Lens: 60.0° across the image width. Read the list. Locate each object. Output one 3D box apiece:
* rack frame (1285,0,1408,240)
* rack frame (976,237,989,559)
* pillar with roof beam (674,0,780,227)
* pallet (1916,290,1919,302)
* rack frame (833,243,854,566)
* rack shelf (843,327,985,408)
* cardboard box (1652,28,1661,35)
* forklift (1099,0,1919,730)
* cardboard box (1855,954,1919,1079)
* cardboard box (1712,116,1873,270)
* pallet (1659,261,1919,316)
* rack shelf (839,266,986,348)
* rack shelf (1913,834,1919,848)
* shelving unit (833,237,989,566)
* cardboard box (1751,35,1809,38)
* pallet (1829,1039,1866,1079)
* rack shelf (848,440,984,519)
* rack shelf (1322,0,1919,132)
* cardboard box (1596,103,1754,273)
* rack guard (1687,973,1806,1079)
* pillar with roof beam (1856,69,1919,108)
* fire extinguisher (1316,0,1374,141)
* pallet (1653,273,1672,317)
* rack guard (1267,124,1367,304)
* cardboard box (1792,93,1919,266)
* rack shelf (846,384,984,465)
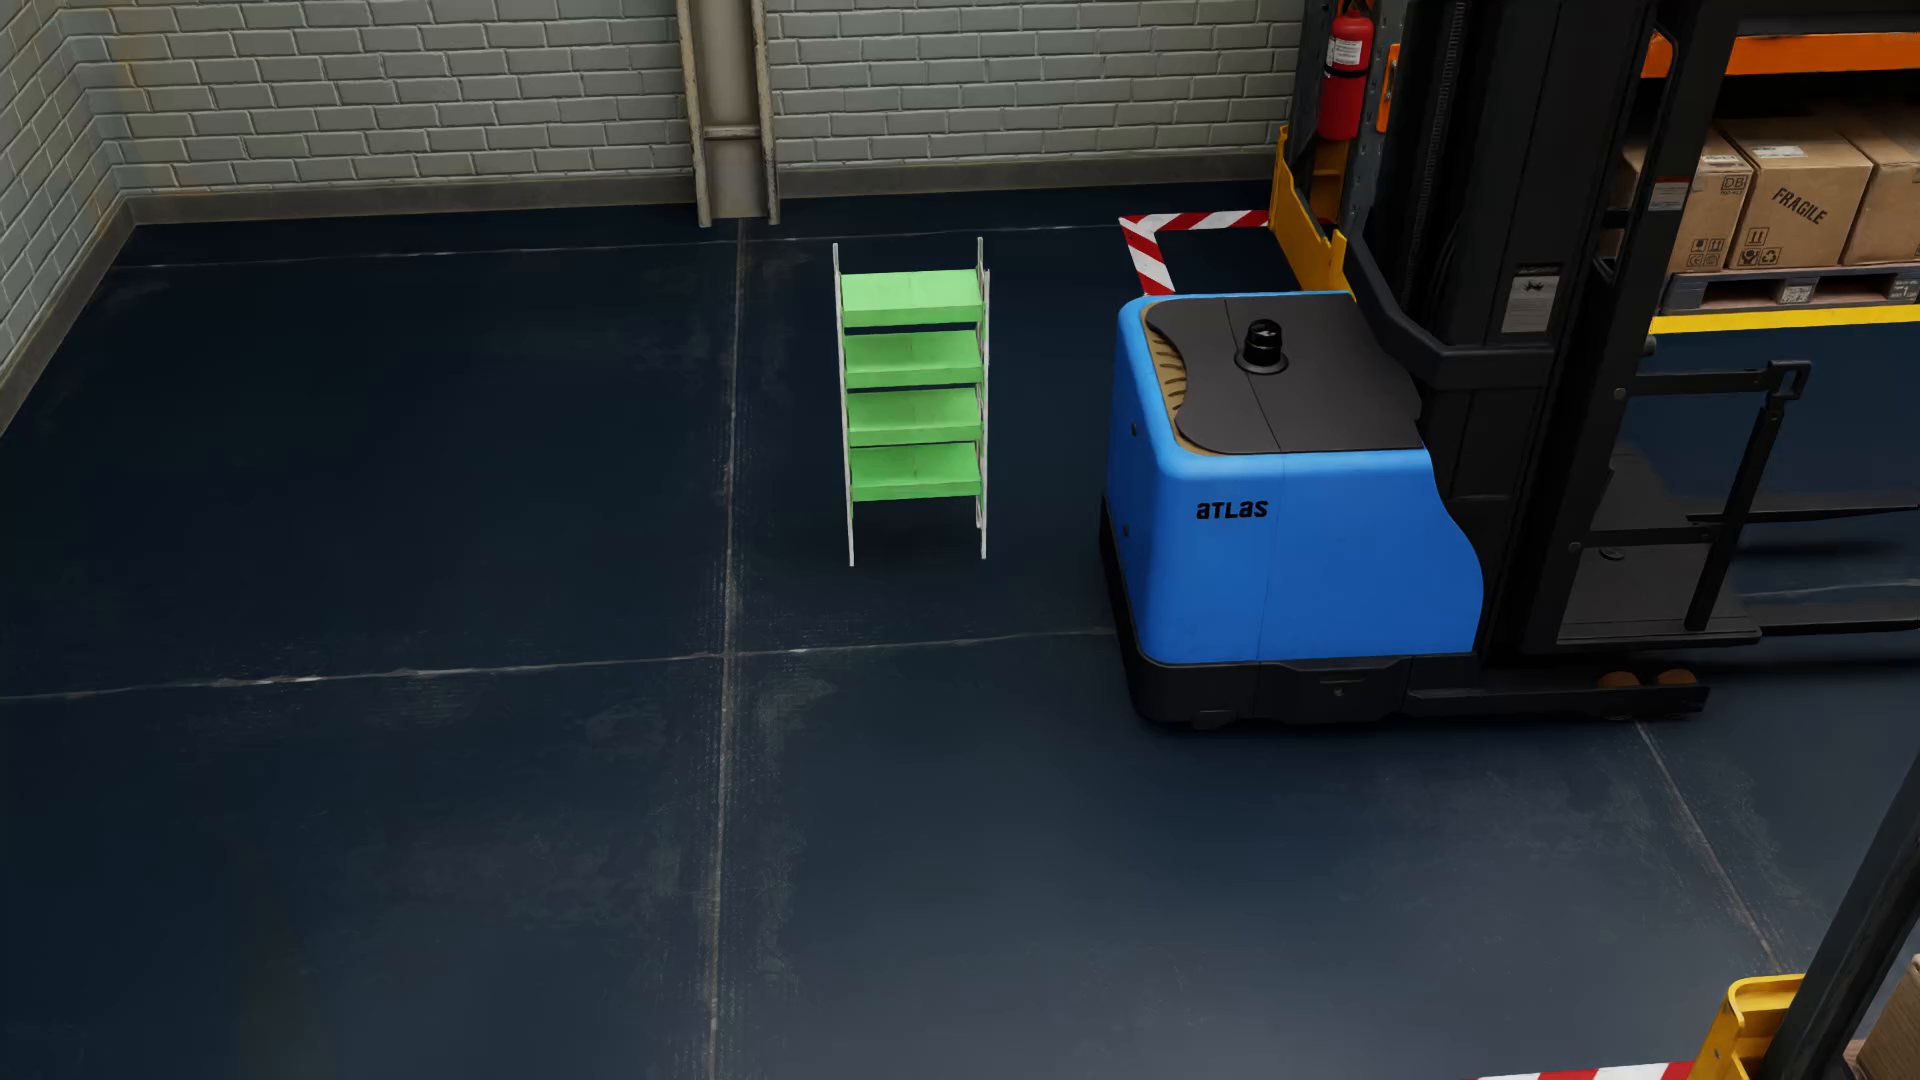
[{"bbox_3d":[1.662,-2.417,6.892,0.127,3.000,1.000,-3,38,-4],"label":"rack frame"},{"bbox_3d":[0.078,-0.475,5.884,0.015,1.200,0.240,-3,38,-4],"label":"rack frame"},{"bbox_3d":[-0.722,-2.525,2.185,0.400,9.000,9.100,-3,38,-4],"label":"pillar with roof beam"},{"bbox_3d":[4.962,-1.505,7.987,1.213,0.211,1.003,-3,38,-4],"label":"pallet"},{"bbox_3d":[-0.408,-0.449,5.850,0.015,1.200,0.240,-3,38,-4],"label":"rack frame"},{"bbox_3d":[-0.165,-0.600,5.758,0.480,0.148,0.258,-3,38,-4],"label":"rack shelf"},{"bbox_3d":[2.779,-2.222,6.847,0.250,0.149,0.380,-2,38,-3],"label":"cardboard box"},{"bbox_3d":[2.050,-0.882,5.002,3.031,2.935,1.130,-2,38,-3],"label":"forklift"},{"bbox_3d":[2.754,1.388,3.799,0.875,0.438,0.875,-4,38,-6],"label":"cardboard box"},{"bbox_3d":[3.670,-1.566,7.492,0.500,0.500,0.500,-2,38,-3],"label":"cardboard box"},{"bbox_3d":[3.744,-1.436,7.900,1.213,0.211,1.003,-3,38,-4],"label":"pallet"},{"bbox_3d":[-0.165,-0.789,5.609,0.480,0.148,0.258,-3,38,-4],"label":"rack shelf"},{"bbox_3d":[4.098,0.818,3.373,4.000,0.370,1.077,-3,38,-4],"label":"rack shelf"},{"bbox_3d":[-0.165,-0.462,5.867,0.503,1.200,0.258,-3,38,-4],"label":"shelving unit"},{"bbox_3d":[3.302,-2.208,6.829,0.250,0.149,0.380,-4,38,-5],"label":"cardboard box"},{"bbox_3d":[2.895,1.648,3.992,1.213,0.211,1.003,-3,38,-4],"label":"pallet"},{"bbox_3d":[-0.165,-0.223,6.055,0.480,0.148,0.258,-3,38,-4],"label":"rack shelf"},{"bbox_3d":[3.654,-2.245,7.254,4.000,0.370,1.077,-3,38,-4],"label":"rack shelf"},{"bbox_3d":[3.135,-1.599,7.534,0.500,0.500,0.700,-2,38,-2],"label":"cardboard box"},{"bbox_3d":[2.082,1.628,3.784,0.348,0.500,1.175,-3,38,-4],"label":"rack guard"},{"bbox_3d":[5.254,-2.854,2.602,0.400,9.000,9.100,-3,38,-4],"label":"pillar with roof beam"},{"bbox_3d":[1.557,-1.947,6.660,0.183,0.674,0.296,-3,38,-4],"label":"fire extinguisher"},{"bbox_3d":[2.532,-1.371,7.817,1.213,0.211,1.003,-3,38,-4],"label":"pallet"},{"bbox_3d":[1.738,-1.440,7.672,0.348,0.500,1.175,-3,38,-4],"label":"rack guard"},{"bbox_3d":[4.169,-1.656,7.606,0.500,0.500,0.700,-5,38,-6],"label":"cardboard box"},{"bbox_3d":[-0.165,-0.412,5.906,0.480,0.148,0.258,-3,38,-4],"label":"rack shelf"}]
